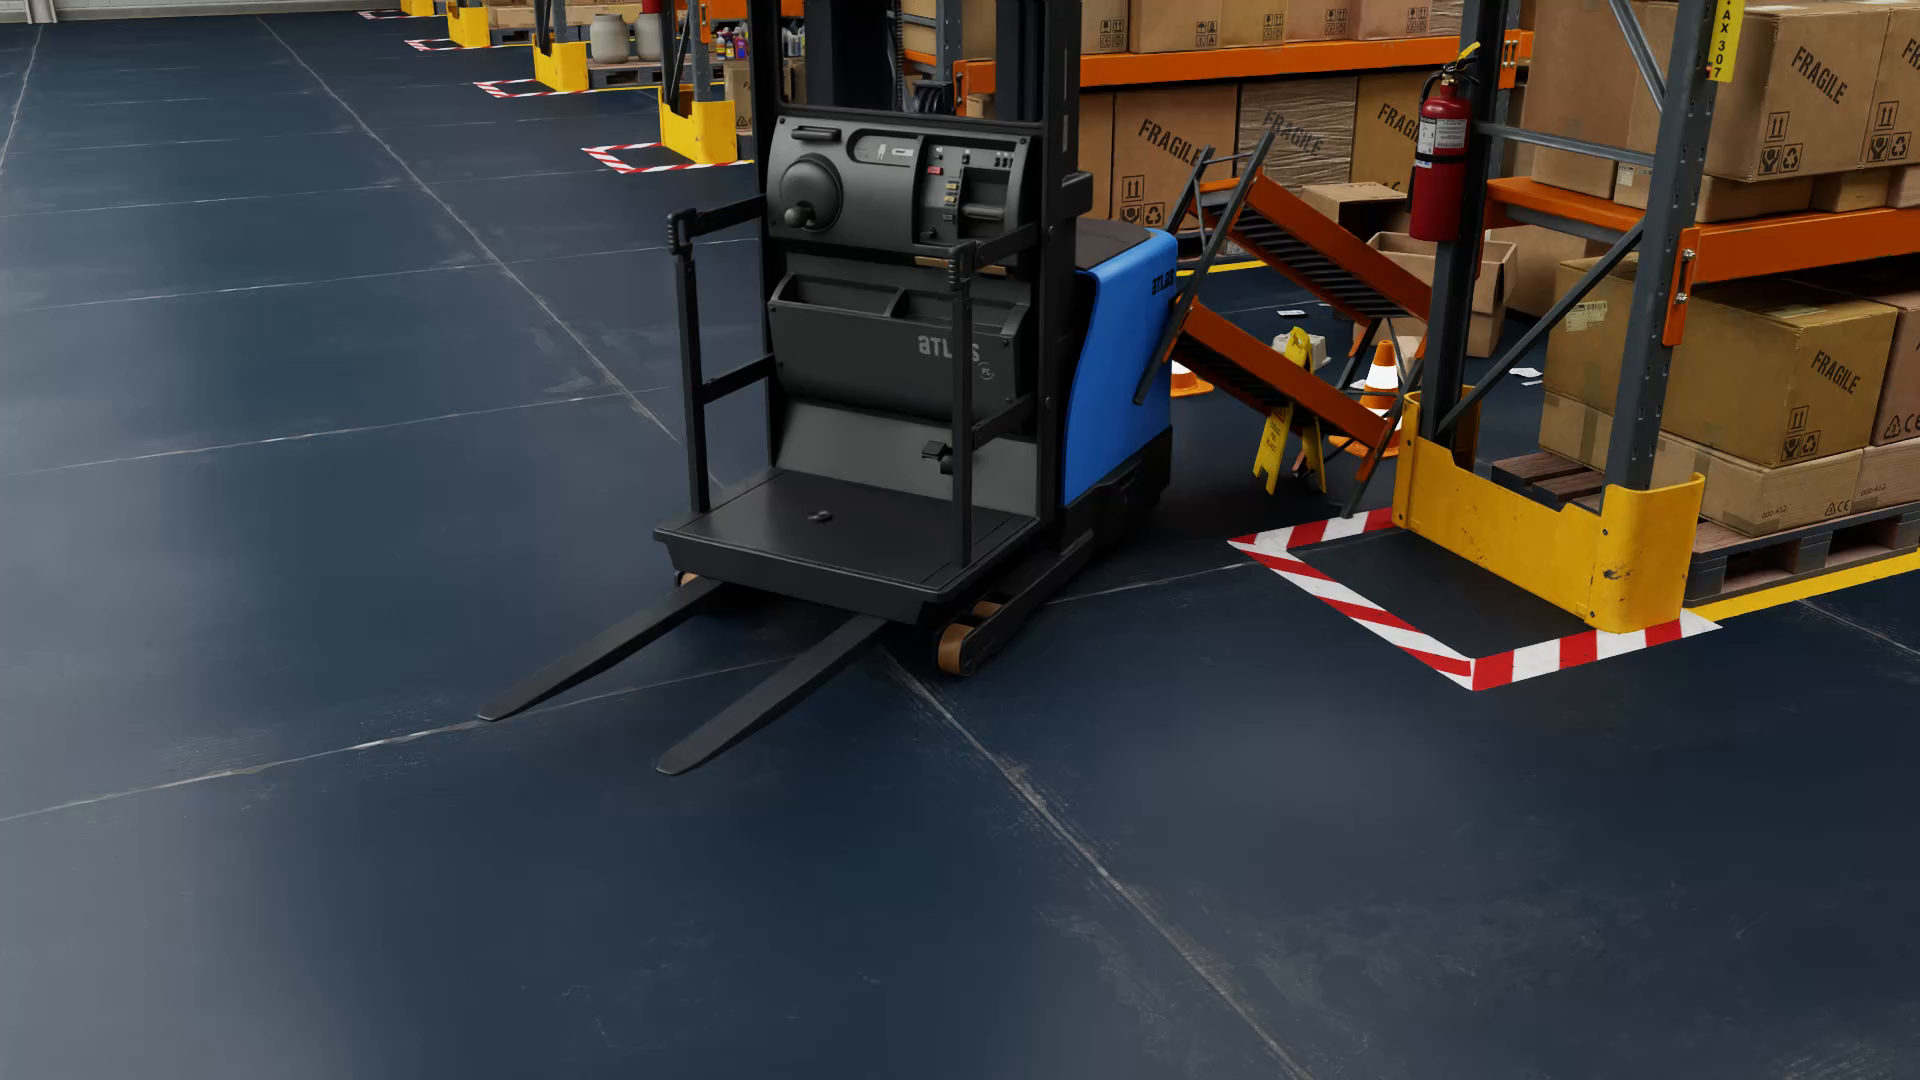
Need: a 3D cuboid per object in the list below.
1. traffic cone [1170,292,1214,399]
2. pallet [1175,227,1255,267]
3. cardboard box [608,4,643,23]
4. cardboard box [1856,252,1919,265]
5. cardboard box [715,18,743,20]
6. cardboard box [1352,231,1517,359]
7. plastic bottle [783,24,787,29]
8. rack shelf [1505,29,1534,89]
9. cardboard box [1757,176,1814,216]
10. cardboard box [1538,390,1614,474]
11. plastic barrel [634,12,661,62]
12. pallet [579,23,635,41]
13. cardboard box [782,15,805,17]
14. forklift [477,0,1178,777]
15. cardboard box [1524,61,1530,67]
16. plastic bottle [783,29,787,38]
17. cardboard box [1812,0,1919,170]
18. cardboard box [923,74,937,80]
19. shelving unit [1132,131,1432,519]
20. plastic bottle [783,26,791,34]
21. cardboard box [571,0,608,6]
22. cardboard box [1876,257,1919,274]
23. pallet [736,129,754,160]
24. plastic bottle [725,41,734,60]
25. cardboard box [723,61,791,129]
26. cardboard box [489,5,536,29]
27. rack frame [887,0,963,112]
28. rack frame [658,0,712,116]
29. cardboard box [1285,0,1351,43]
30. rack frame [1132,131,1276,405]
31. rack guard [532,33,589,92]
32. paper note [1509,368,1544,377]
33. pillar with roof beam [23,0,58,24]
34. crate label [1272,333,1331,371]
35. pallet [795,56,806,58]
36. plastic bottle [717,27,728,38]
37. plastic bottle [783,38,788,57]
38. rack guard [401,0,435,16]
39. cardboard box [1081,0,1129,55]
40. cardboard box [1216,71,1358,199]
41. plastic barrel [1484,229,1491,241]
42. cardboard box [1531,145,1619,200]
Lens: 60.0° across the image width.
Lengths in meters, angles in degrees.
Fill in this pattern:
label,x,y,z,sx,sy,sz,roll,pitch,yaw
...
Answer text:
label,x,y,z,sx,sy,sz,roll,pitch,yaw
traffic cone,1.025,-0.954,7.950,0.334,0.463,0.336,-10,25,-24
pallet,1.531,-2.046,10.916,1.213,0.211,1.003,-10,25,-24
cardboard box,-4.674,-7.298,23.006,0.500,0.250,0.500,-10,25,-24
cardboard box,3.520,-0.946,6.680,0.500,0.500,0.500,-11,25,-25
cardboard box,-3.325,-7.549,23.611,0.500,0.250,0.500,-10,25,-24
cardboard box,2.469,-1.295,8.720,0.797,0.503,0.637,10,24,22
plastic bottle,-2.102,-5.983,19.758,0.133,0.283,0.061,-9,24,-21
rack shelf,5.153,-3.636,12.054,4.000,0.370,1.077,-10,25,-24
cardboard box,2.602,-1.200,5.556,0.250,0.149,0.380,-10,25,-23
cardboard box,2.618,-0.439,6.434,0.500,0.250,0.500,-11,25,-24
plastic barrel,-3.450,-5.670,18.729,0.421,0.512,0.421,0,22,0
pallet,-4.838,-7.168,23.290,1.213,0.211,1.003,-10,25,-24
cardboard box,-2.531,-7.683,23.934,0.500,0.250,0.500,-11,25,-25
forklift,-0.305,-1.121,5.127,1.130,2.935,3.031,12,25,26
cardboard box,4.742,-3.084,12.172,0.750,0.750,1.050,-10,25,-24
plastic bottle,-1.971,-5.738,19.166,0.133,0.283,0.061,-10,25,-24
cardboard box,2.997,-1.538,5.524,0.500,0.500,0.500,-10,24,-22
cardboard box,-0.125,-4.122,15.005,0.500,0.500,0.500,-13,26,-28
shelving unit,1.239,-0.810,6.526,1.048,1.125,0.538,28,-3,-21
plastic bottle,-2.051,-5.953,19.702,0.097,0.271,0.097,0,22,0
cardboard box,-5.132,-7.568,22.675,0.500,0.500,0.500,-10,25,-24
cardboard box,3.777,-0.766,6.244,0.500,0.500,0.500,-10,24,-23
pallet,-1.498,-3.546,14.541,1.213,0.211,1.003,-10,25,-24
plastic bottle,-2.599,-5.527,18.765,0.097,0.201,0.097,0,22,0
cardboard box,-1.743,-3.837,14.316,0.500,0.500,0.500,-6,23,-14
cardboard box,-6.027,-7.050,22.406,0.500,0.250,0.500,-10,25,-24
rack frame,-0.253,-2.974,9.512,0.127,3.000,1.000,-10,25,-24
rack frame,-2.313,-4.700,13.682,0.127,3.000,1.000,-10,25,-24
cardboard box,2.000,-3.493,10.570,0.550,0.550,0.875,-10,25,-24
rack frame,0.818,-1.032,6.345,0.032,1.125,0.500,28,-3,-21
rack guard,-4.413,-5.280,18.353,0.348,0.500,1.175,-10,25,-24
paper note,2.803,-0.839,8.253,0.142,0.019,0.148,-2,23,-5
pillar with roof beam,-12.042,-10.528,19.918,0.400,9.000,9.100,-10,25,-24
crate label,1.706,-0.956,8.379,0.250,0.136,0.298,15,27,31
pallet,-1.481,-5.685,19.707,1.213,0.211,1.003,-10,25,-24
plastic bottle,-2.758,-5.839,19.421,0.135,0.276,0.152,-10,25,-23
plastic bottle,-2.019,-5.634,19.023,0.097,0.201,0.097,0,22,0
rack guard,-8.690,-8.678,26.562,0.348,0.500,1.175,-10,25,-24
cardboard box,0.547,-3.219,9.908,0.550,0.550,0.875,-10,25,-24
cardboard box,1.943,-2.618,10.882,0.875,0.875,0.875,-10,25,-23
plastic barrel,2.994,-1.730,9.876,0.421,0.421,0.512,6,23,13
cardboard box,2.229,-1.304,5.807,0.250,0.149,0.380,-10,24,-22
